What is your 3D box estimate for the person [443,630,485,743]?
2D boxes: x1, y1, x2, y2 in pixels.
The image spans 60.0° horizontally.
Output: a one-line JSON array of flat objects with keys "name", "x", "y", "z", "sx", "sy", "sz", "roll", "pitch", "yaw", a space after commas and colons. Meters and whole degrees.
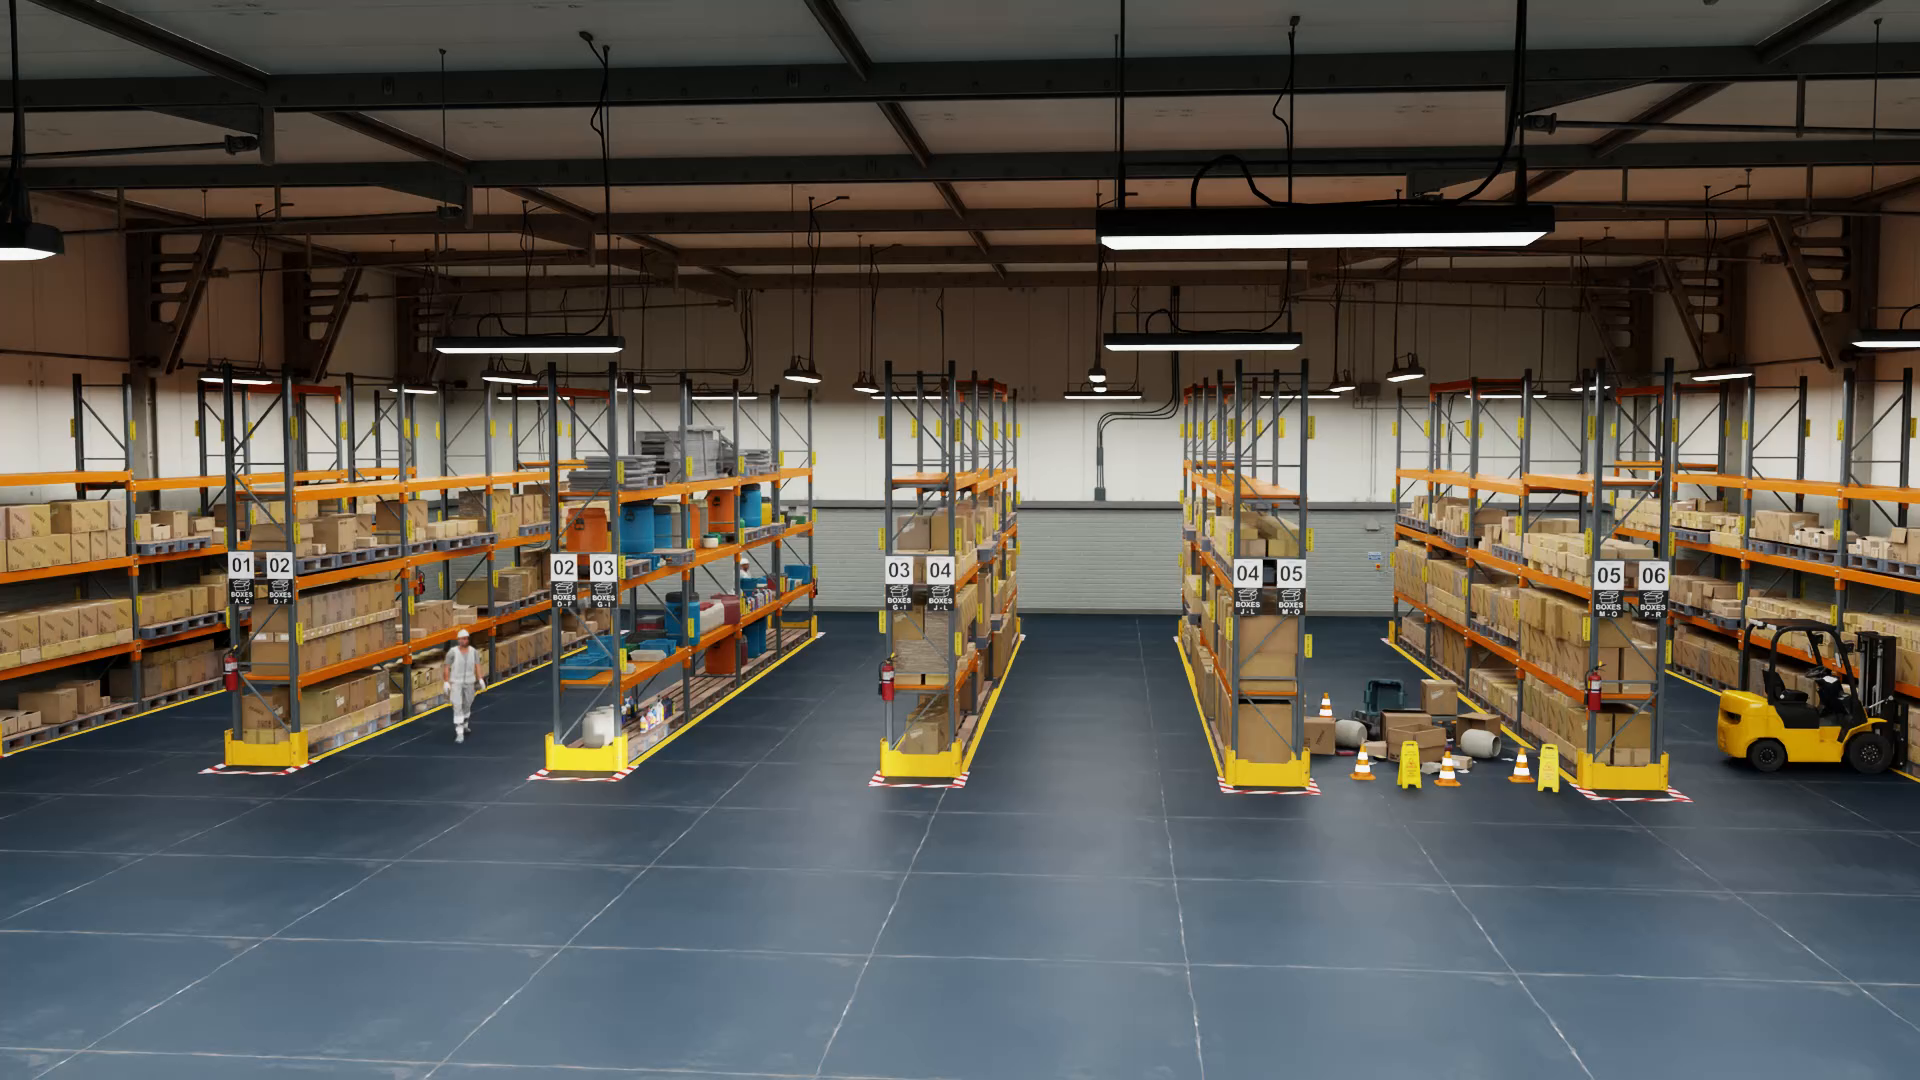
[{"name": "person", "x": -8.066, "y": 2.338, "z": 27.030, "sx": 0.634, "sy": 1.770, "sz": 0.959, "roll": -2, "pitch": 4, "yaw": -24}]

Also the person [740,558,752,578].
[{"name": "person", "x": -5.456, "y": 1.354, "z": 41.676, "sx": 0.489, "sy": 1.783, "sz": 0.591, "roll": 0, "pitch": 4, "yaw": 1}]

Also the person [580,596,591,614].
[{"name": "person", "x": -9.943, "y": 1.207, "z": 44.310, "sx": 0.562, "sy": 1.705, "sz": 1.103, "roll": -3, "pitch": 5, "yaw": -37}]
